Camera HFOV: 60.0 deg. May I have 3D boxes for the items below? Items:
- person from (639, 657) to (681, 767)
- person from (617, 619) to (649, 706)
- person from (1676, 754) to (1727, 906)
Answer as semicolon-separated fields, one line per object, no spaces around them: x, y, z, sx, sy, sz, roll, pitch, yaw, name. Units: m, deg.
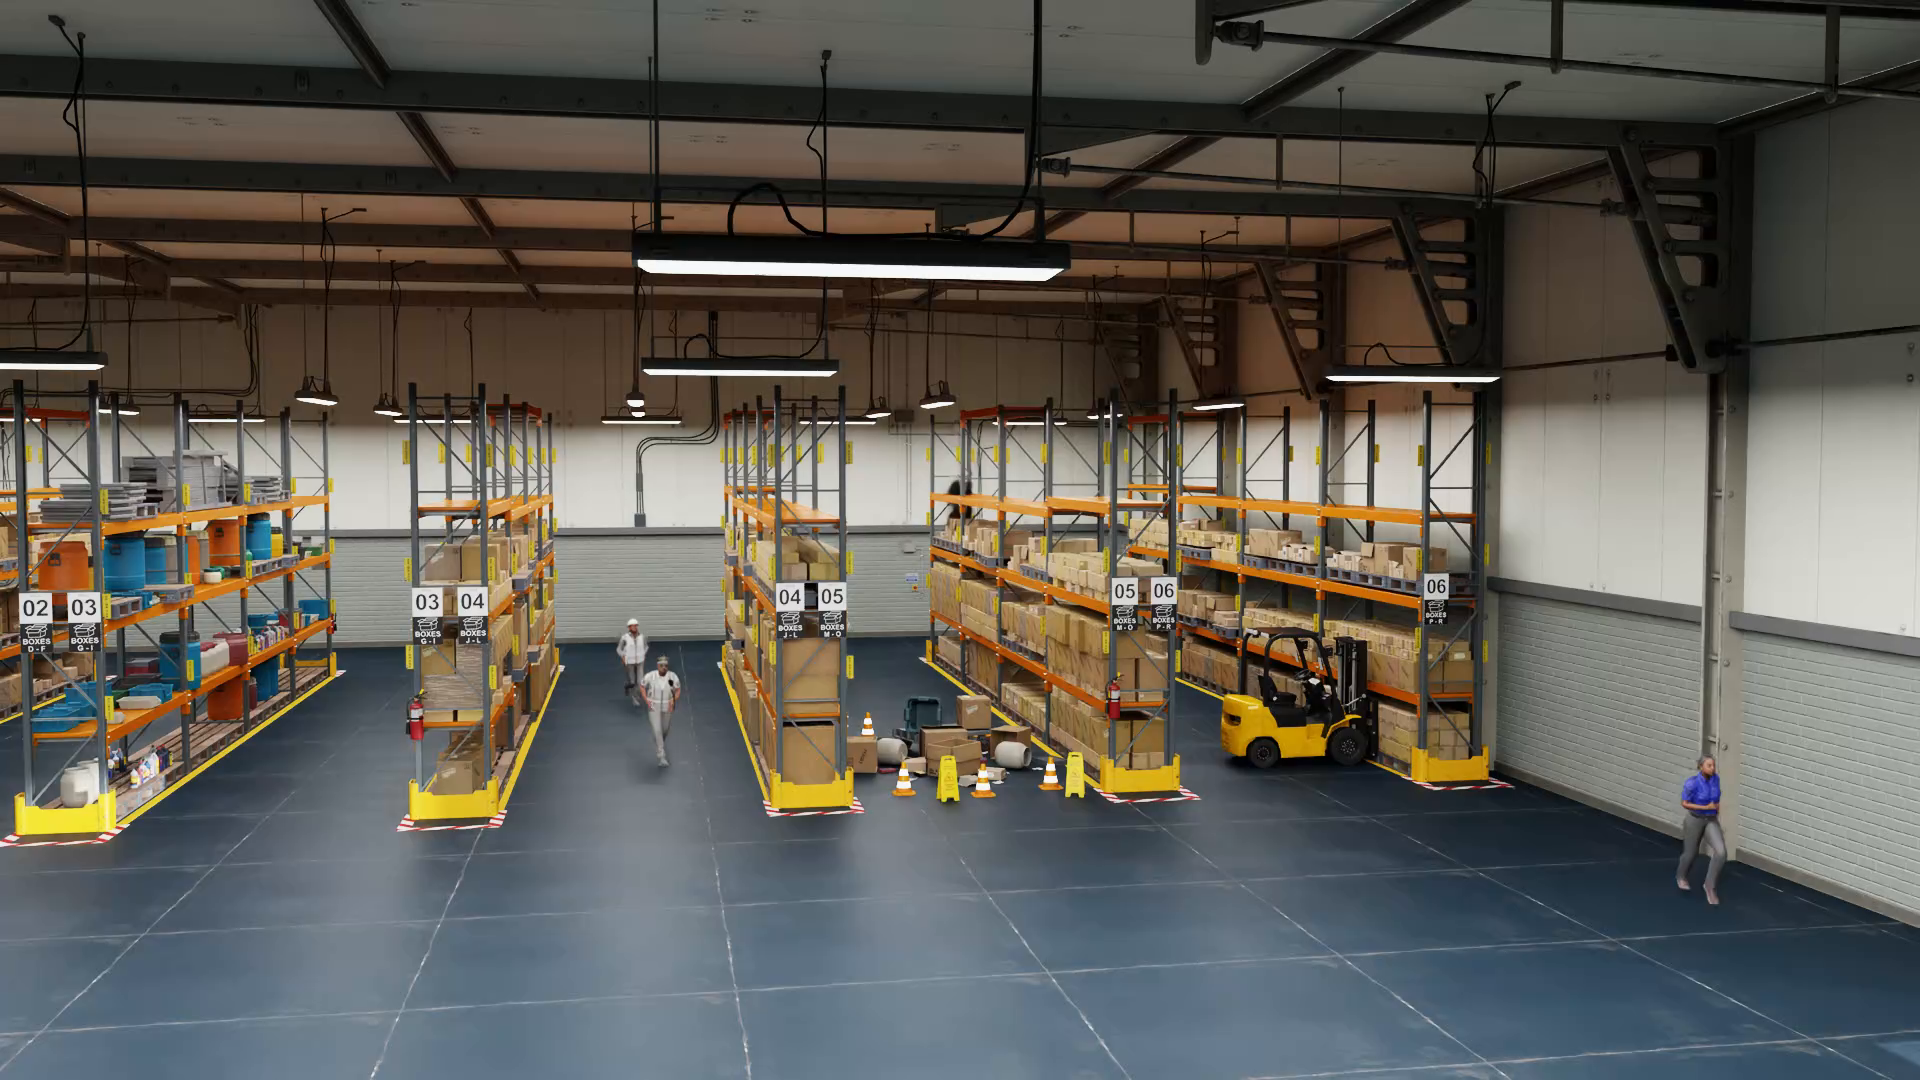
-4.895;2.749;27.147;0.668;1.763;0.983;-1;3;-16;person
-6.569;2.450;33.463;0.660;1.730;0.624;-1;3;-27;person
8.351;3.235;18.743;0.599;1.684;0.833;0;3;-9;person
